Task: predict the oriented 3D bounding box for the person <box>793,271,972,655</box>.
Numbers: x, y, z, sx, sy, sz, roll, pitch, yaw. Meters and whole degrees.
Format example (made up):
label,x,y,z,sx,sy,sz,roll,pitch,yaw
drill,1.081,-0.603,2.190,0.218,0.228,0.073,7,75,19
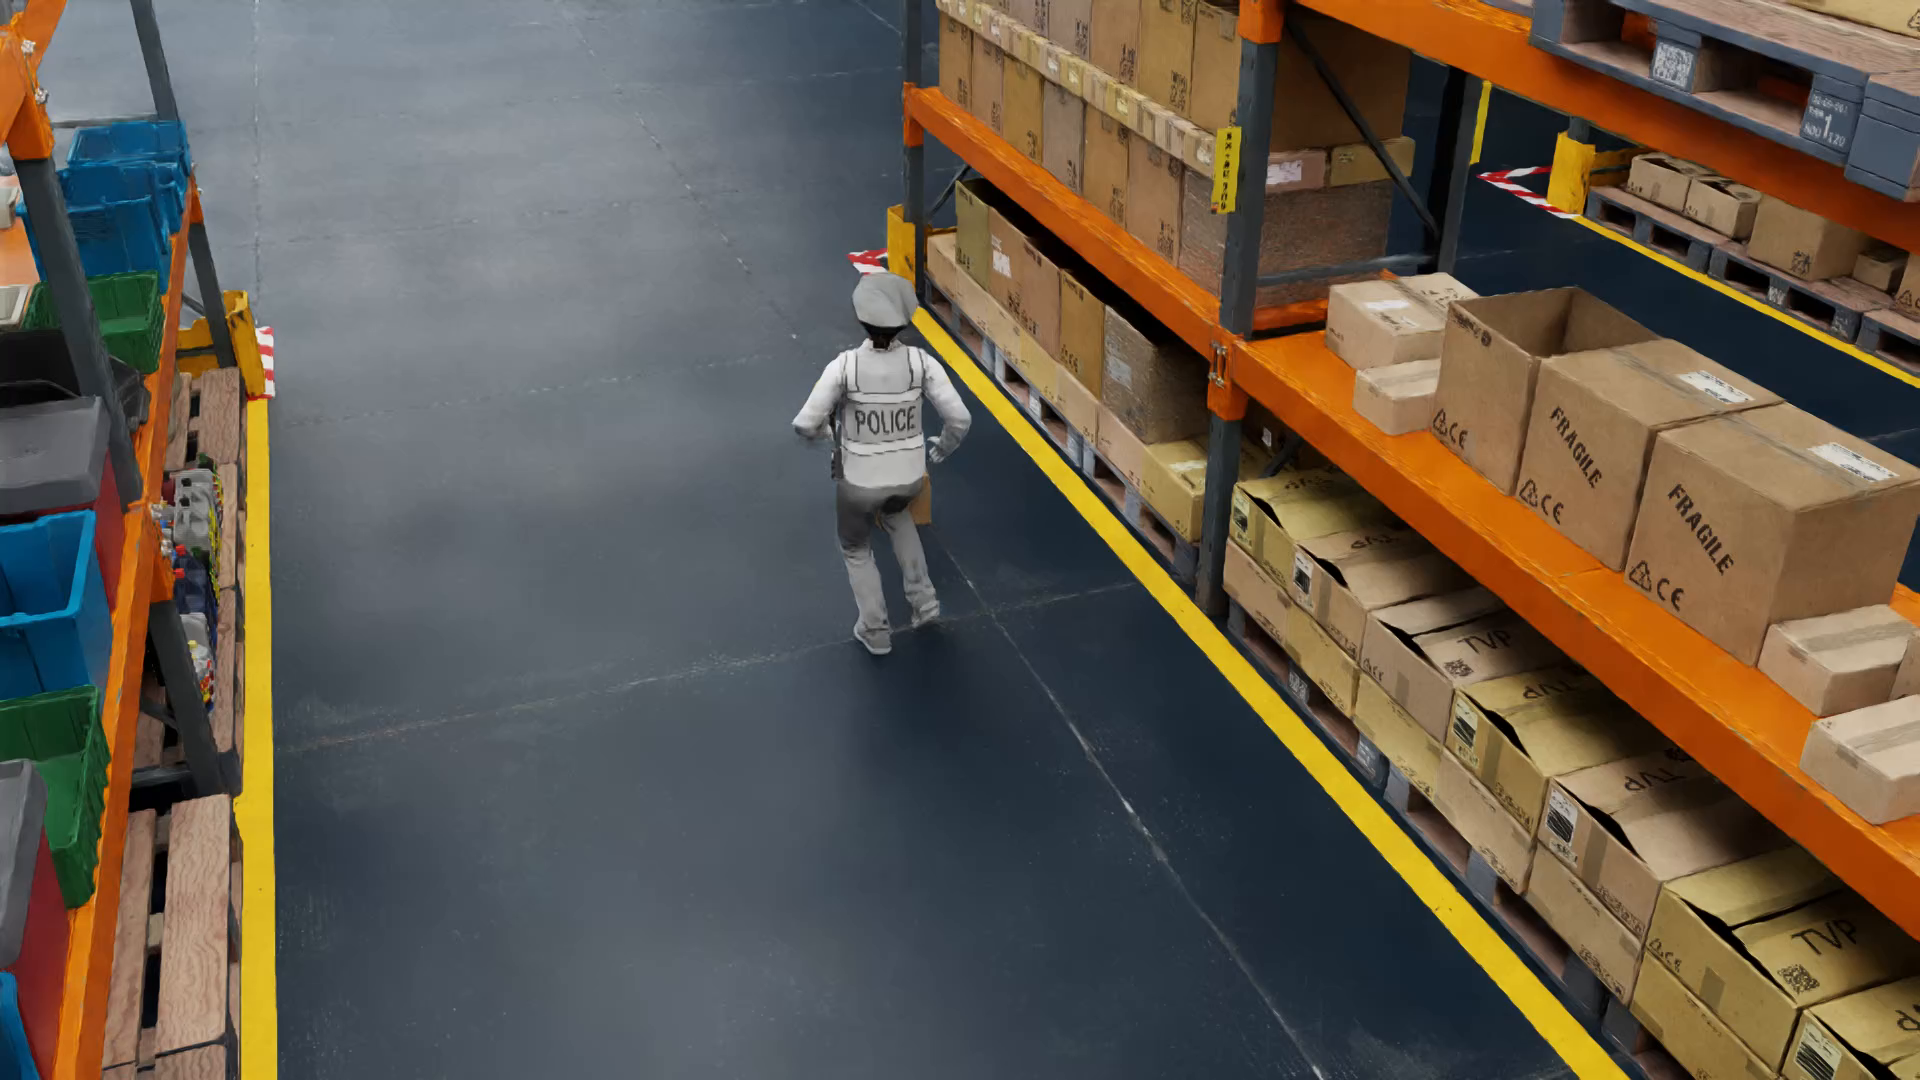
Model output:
label,x,y,z,sx,sy,sz,roll,pitch,yaw
person,-0.342,-0.295,6.650,0.672,1.661,0.502,-12,32,-19
